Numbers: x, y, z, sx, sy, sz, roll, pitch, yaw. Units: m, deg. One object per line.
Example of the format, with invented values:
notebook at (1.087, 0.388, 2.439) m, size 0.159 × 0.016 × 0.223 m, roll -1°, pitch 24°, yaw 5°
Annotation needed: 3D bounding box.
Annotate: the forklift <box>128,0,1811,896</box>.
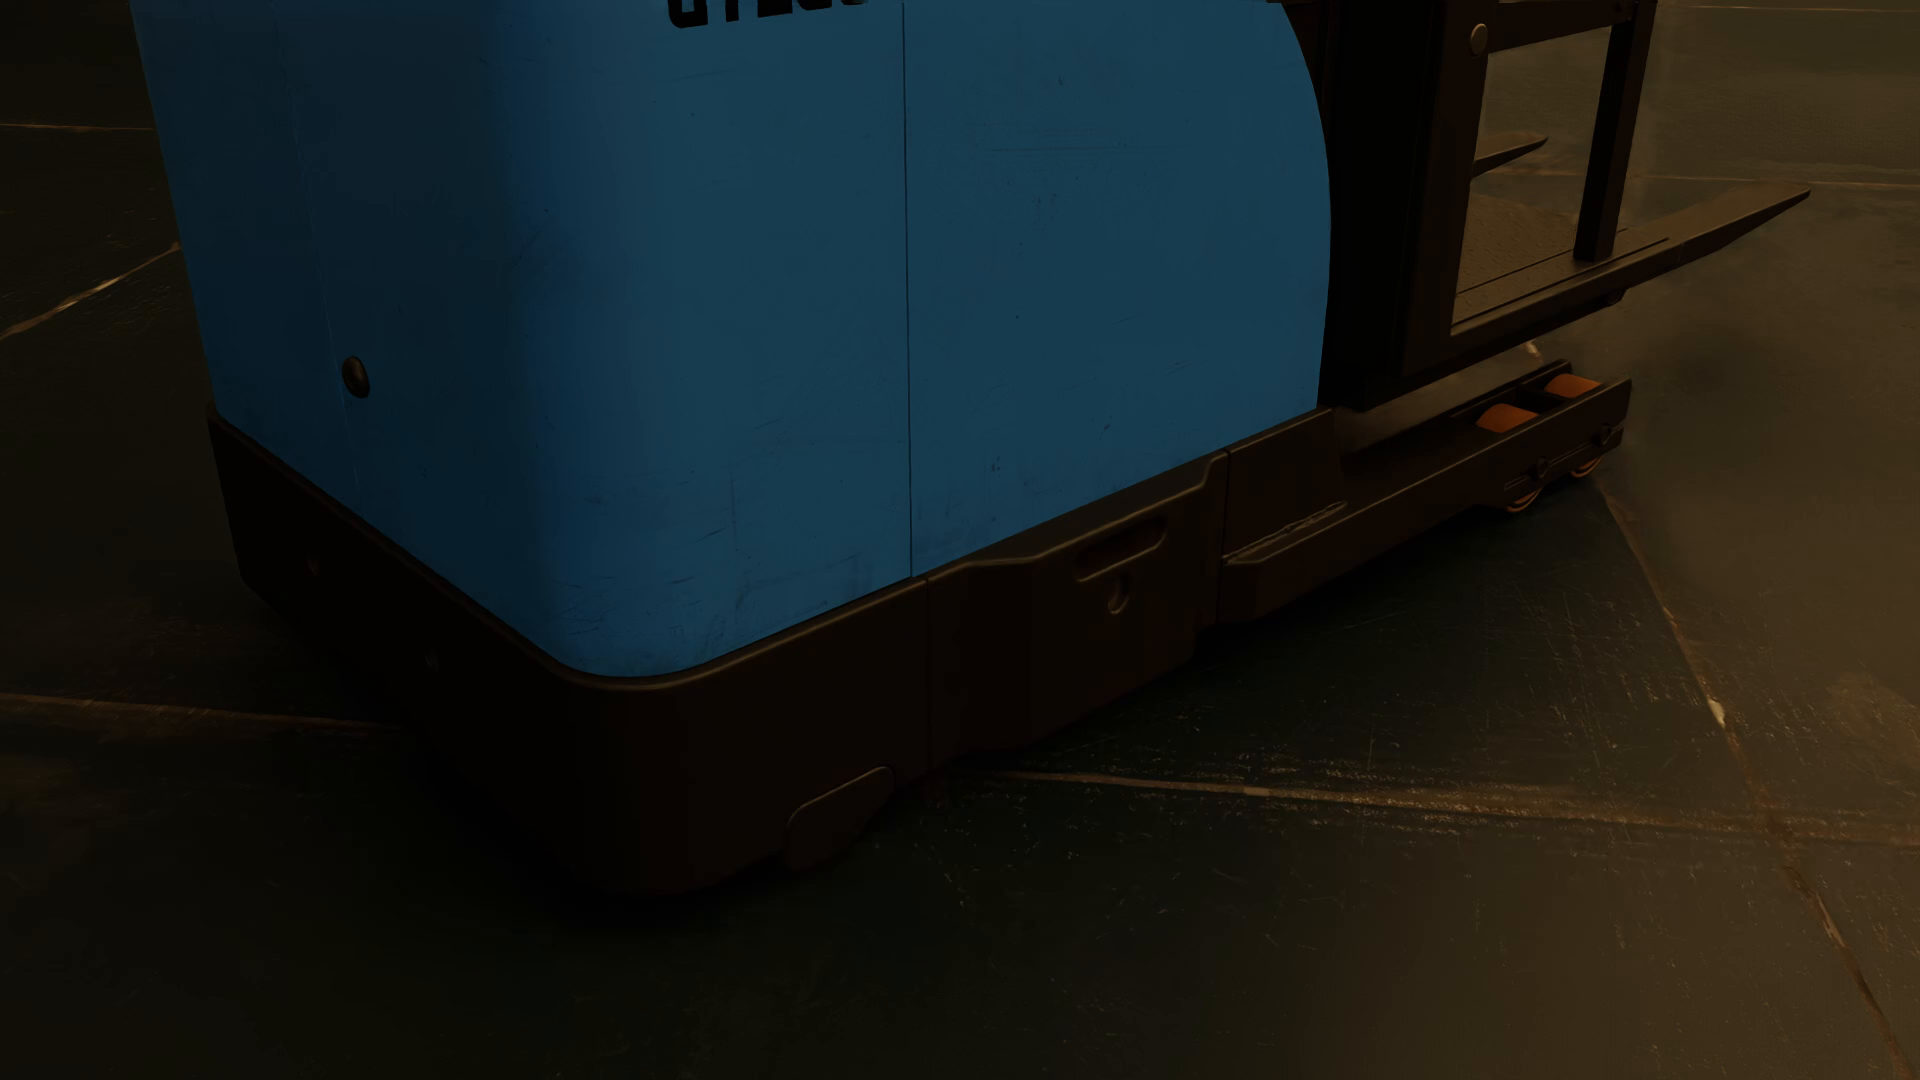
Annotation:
forklift at (0.446, -1.507, 2.237) m, size 3.031 × 2.935 × 1.130 m, roll -22°, pitch 34°, yaw -37°
